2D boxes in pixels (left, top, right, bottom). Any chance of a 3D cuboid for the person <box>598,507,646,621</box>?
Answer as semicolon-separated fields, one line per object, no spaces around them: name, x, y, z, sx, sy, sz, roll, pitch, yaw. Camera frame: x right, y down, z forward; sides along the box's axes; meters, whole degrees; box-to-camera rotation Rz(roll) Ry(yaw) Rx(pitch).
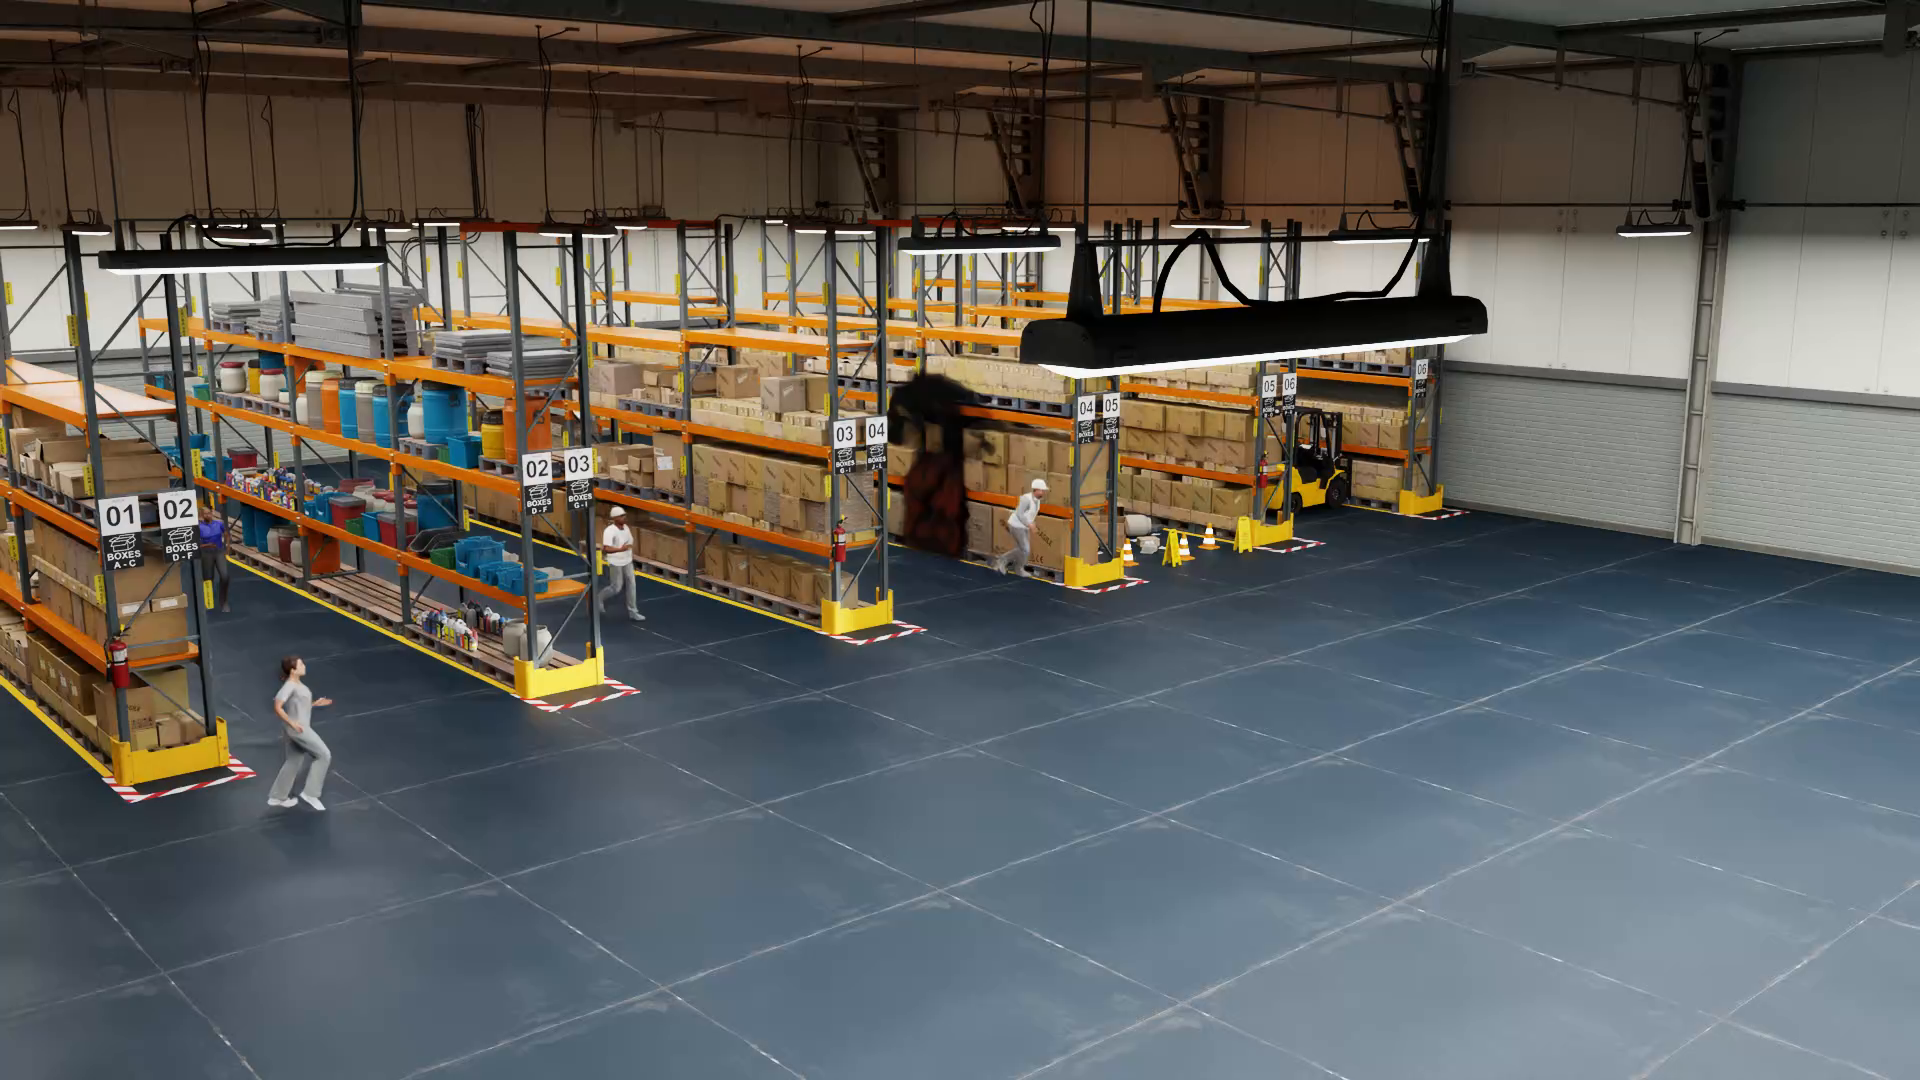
person;-5.259;0.350;25.577;0.926;1.751;0.719;6;13;26

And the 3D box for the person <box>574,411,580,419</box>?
person;-9.351;-2.629;40.536;0.685;1.740;0.605;3;12;13

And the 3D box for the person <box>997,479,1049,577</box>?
person;1.031;-0.209;27.395;0.917;1.655;0.647;5;13;25

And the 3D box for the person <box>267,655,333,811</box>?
person;-6.981;2.044;17.571;0.711;1.708;0.542;-5;13;-24

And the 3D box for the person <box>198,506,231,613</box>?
person;-11.811;0.302;26.311;0.581;1.694;0.765;-8;14;-36
